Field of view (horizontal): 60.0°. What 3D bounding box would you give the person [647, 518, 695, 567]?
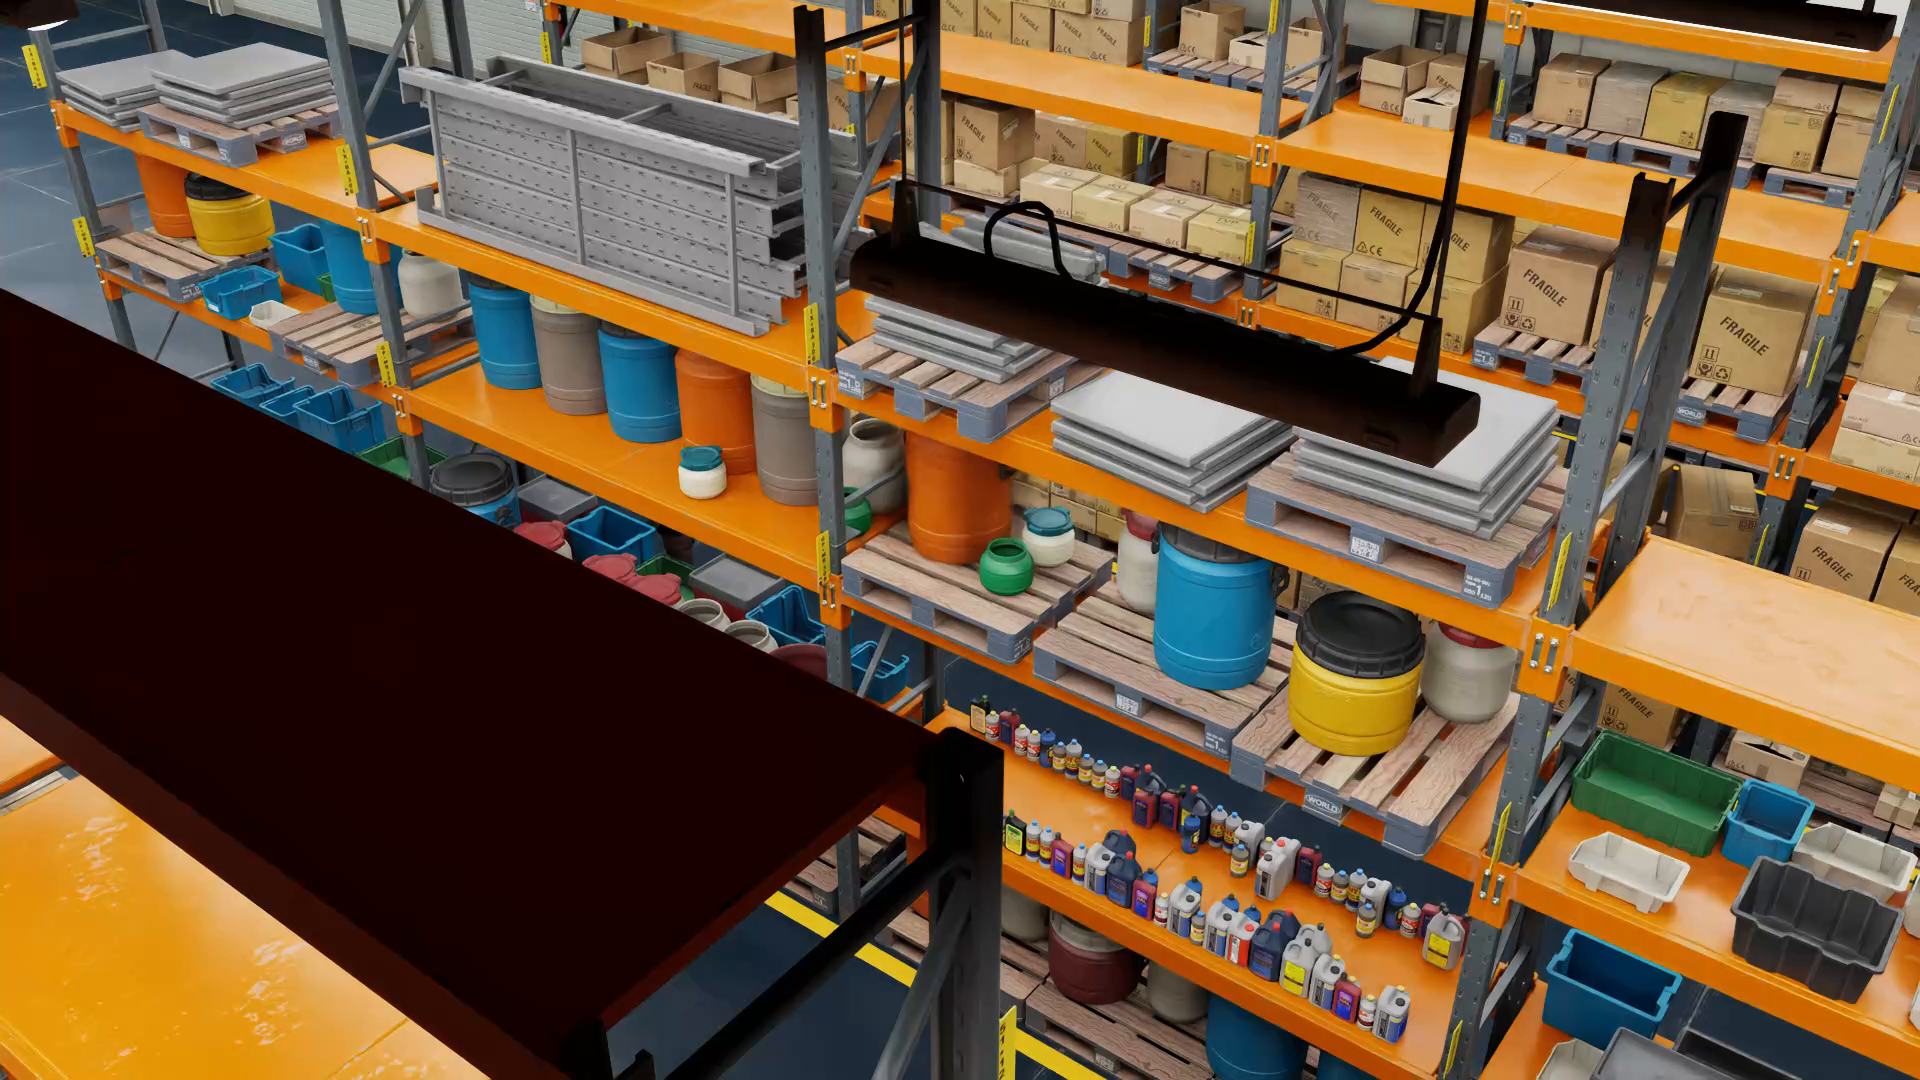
[{"bbox_3d":[-2.371,-0.093,13.812,0.748,1.747,0.558,15,34,22],"label":"person"}]
